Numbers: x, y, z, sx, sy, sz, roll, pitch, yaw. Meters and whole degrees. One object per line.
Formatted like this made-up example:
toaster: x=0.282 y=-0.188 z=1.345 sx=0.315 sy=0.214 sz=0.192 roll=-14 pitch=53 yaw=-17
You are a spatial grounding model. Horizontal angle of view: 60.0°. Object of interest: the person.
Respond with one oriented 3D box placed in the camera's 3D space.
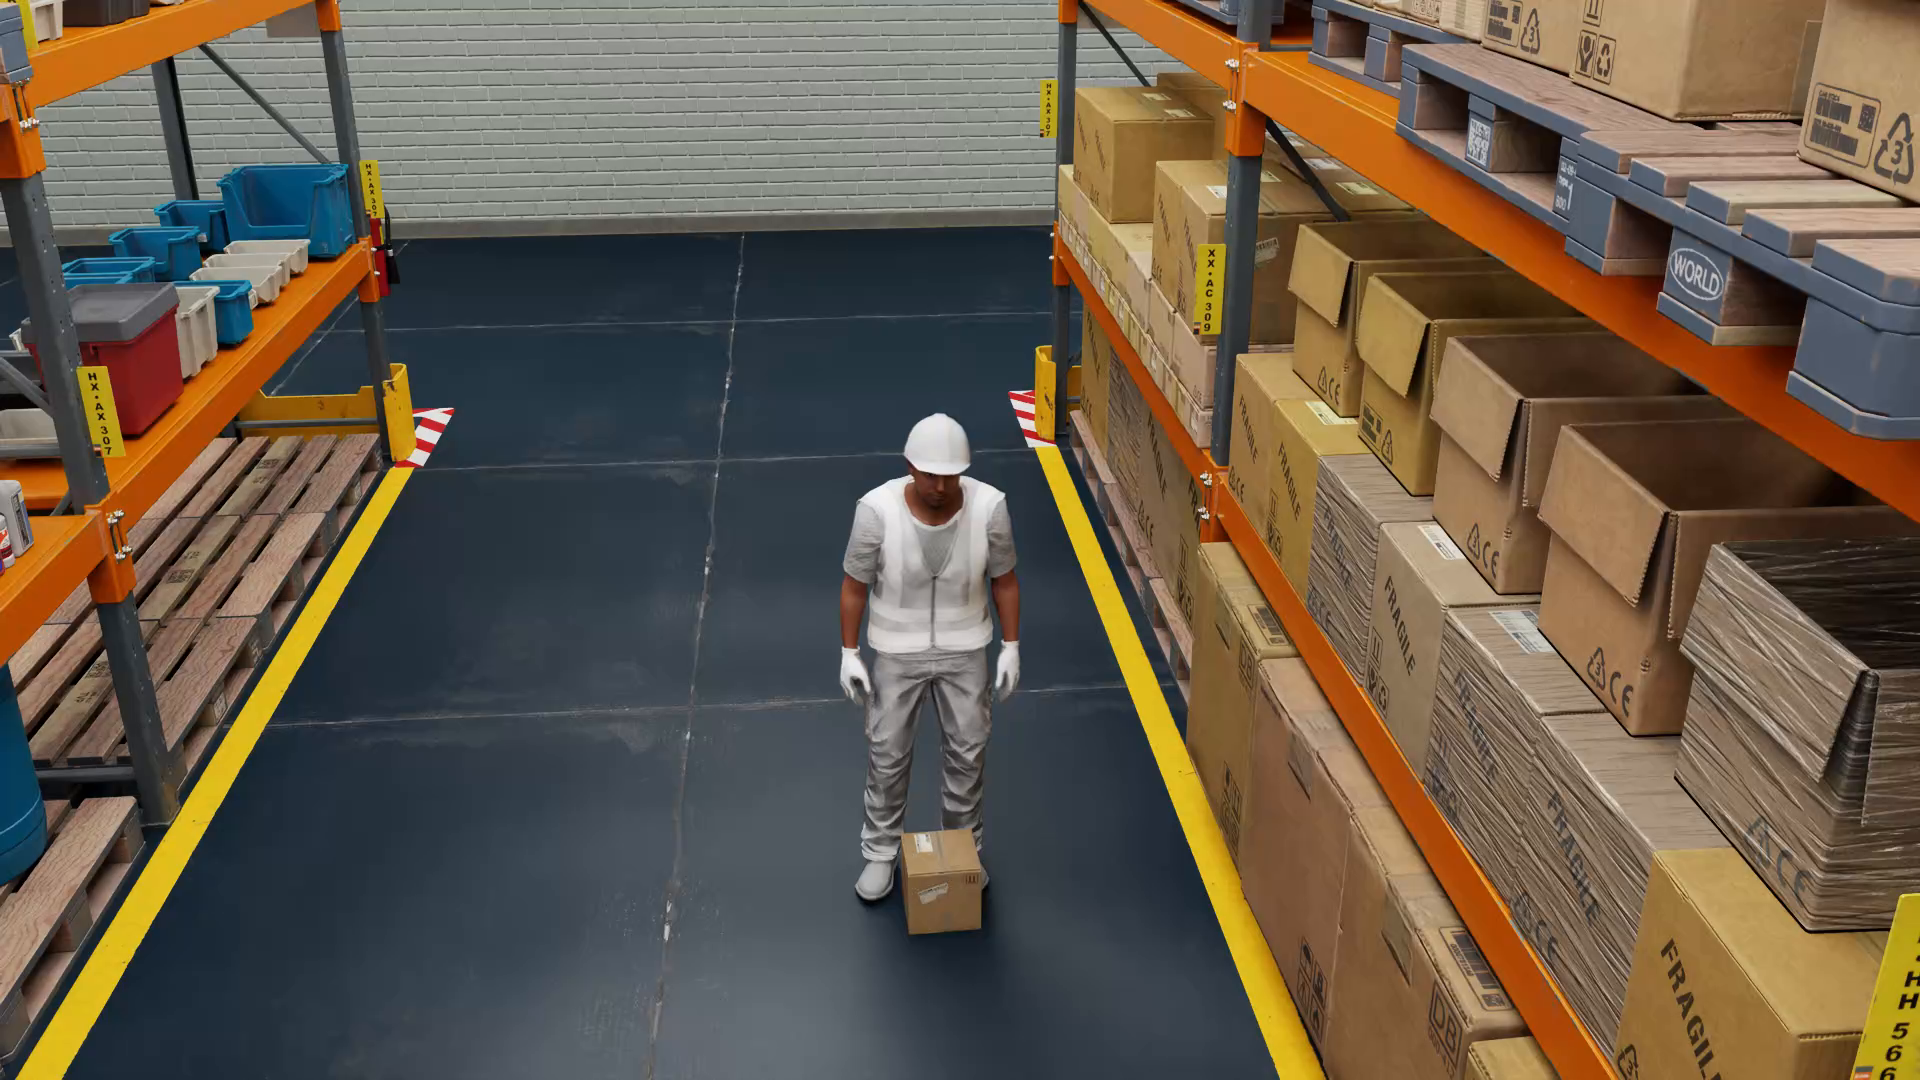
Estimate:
person: x=-0.100 y=0.397 z=5.672 sx=0.624 sy=1.774 sz=0.454 roll=-3 pitch=24 yaw=-6
